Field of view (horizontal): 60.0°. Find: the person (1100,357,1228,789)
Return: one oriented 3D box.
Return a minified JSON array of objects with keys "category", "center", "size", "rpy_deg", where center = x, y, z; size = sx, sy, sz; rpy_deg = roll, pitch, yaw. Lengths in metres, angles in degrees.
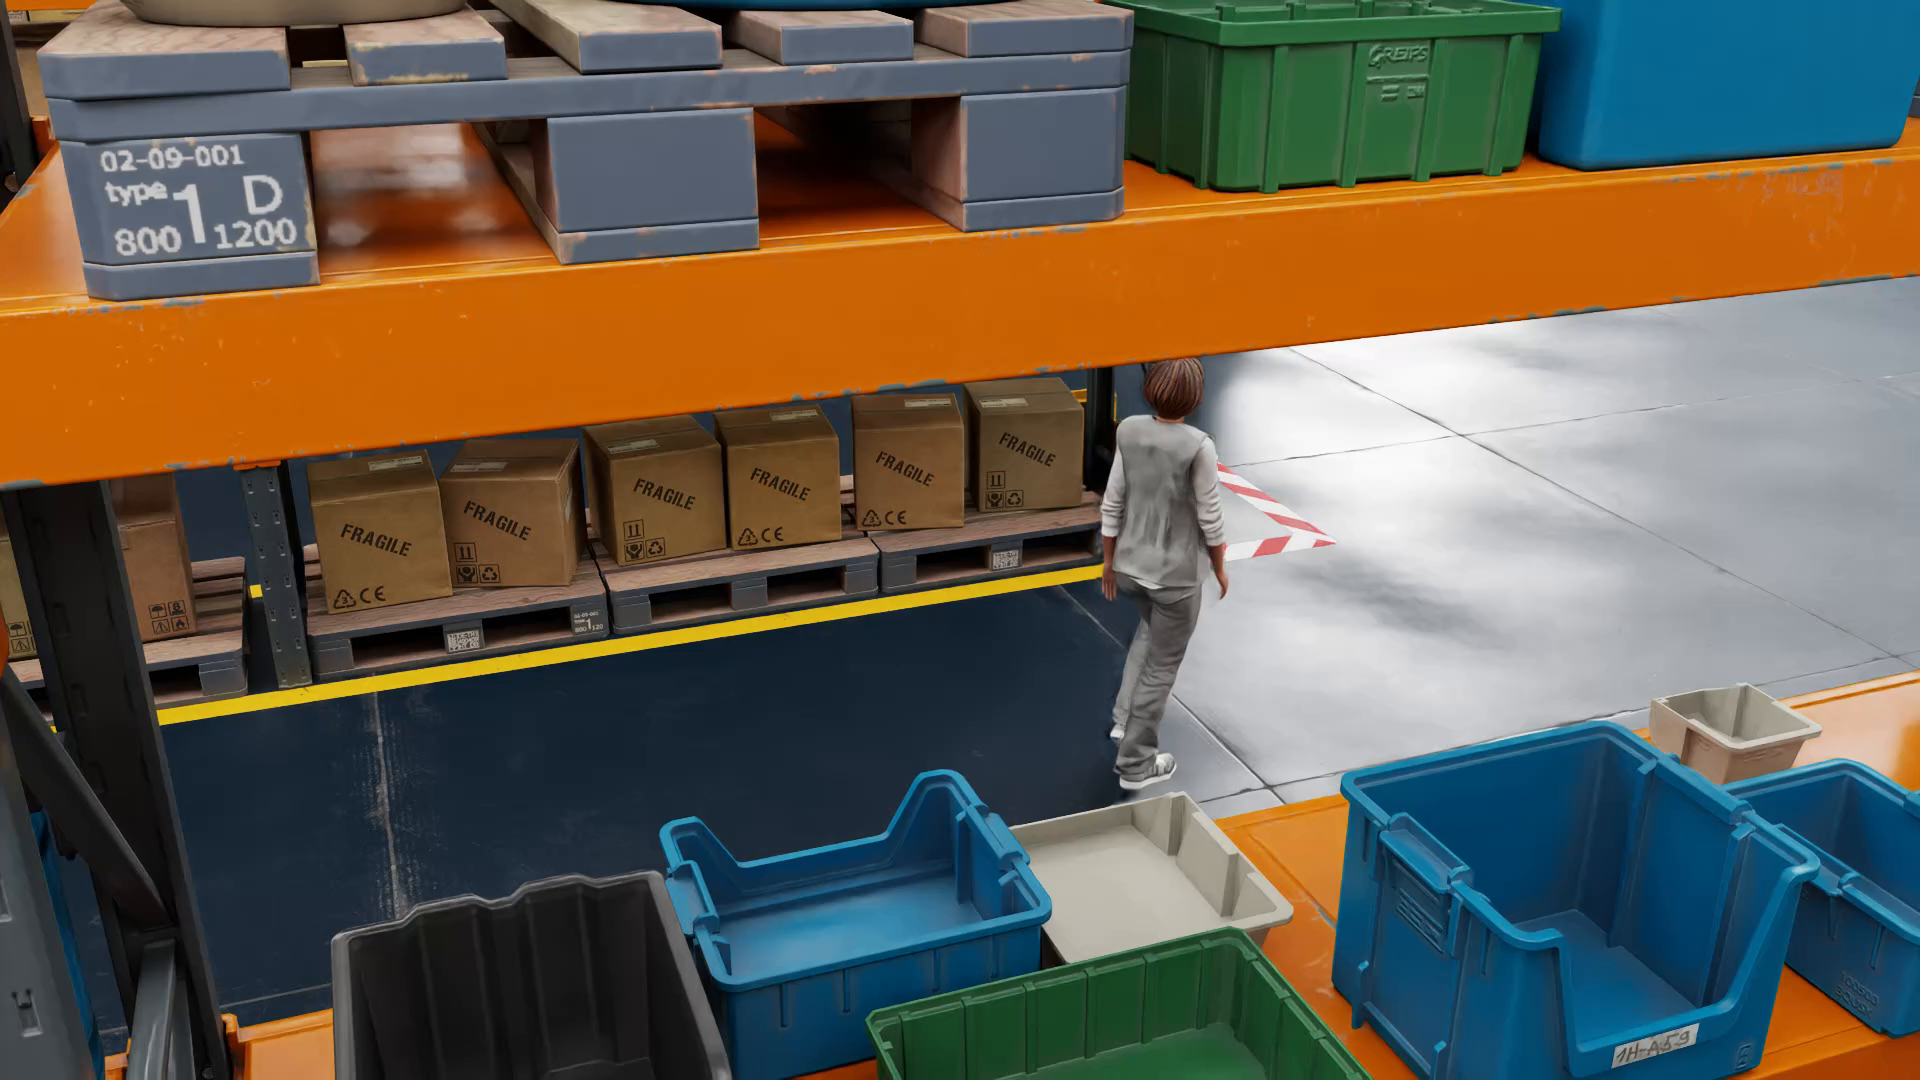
[{"category":"person","center":[0.704,0.125,5.782],"size":[0.422,1.622,0.449],"rpy_deg":[20,30,38]}]
